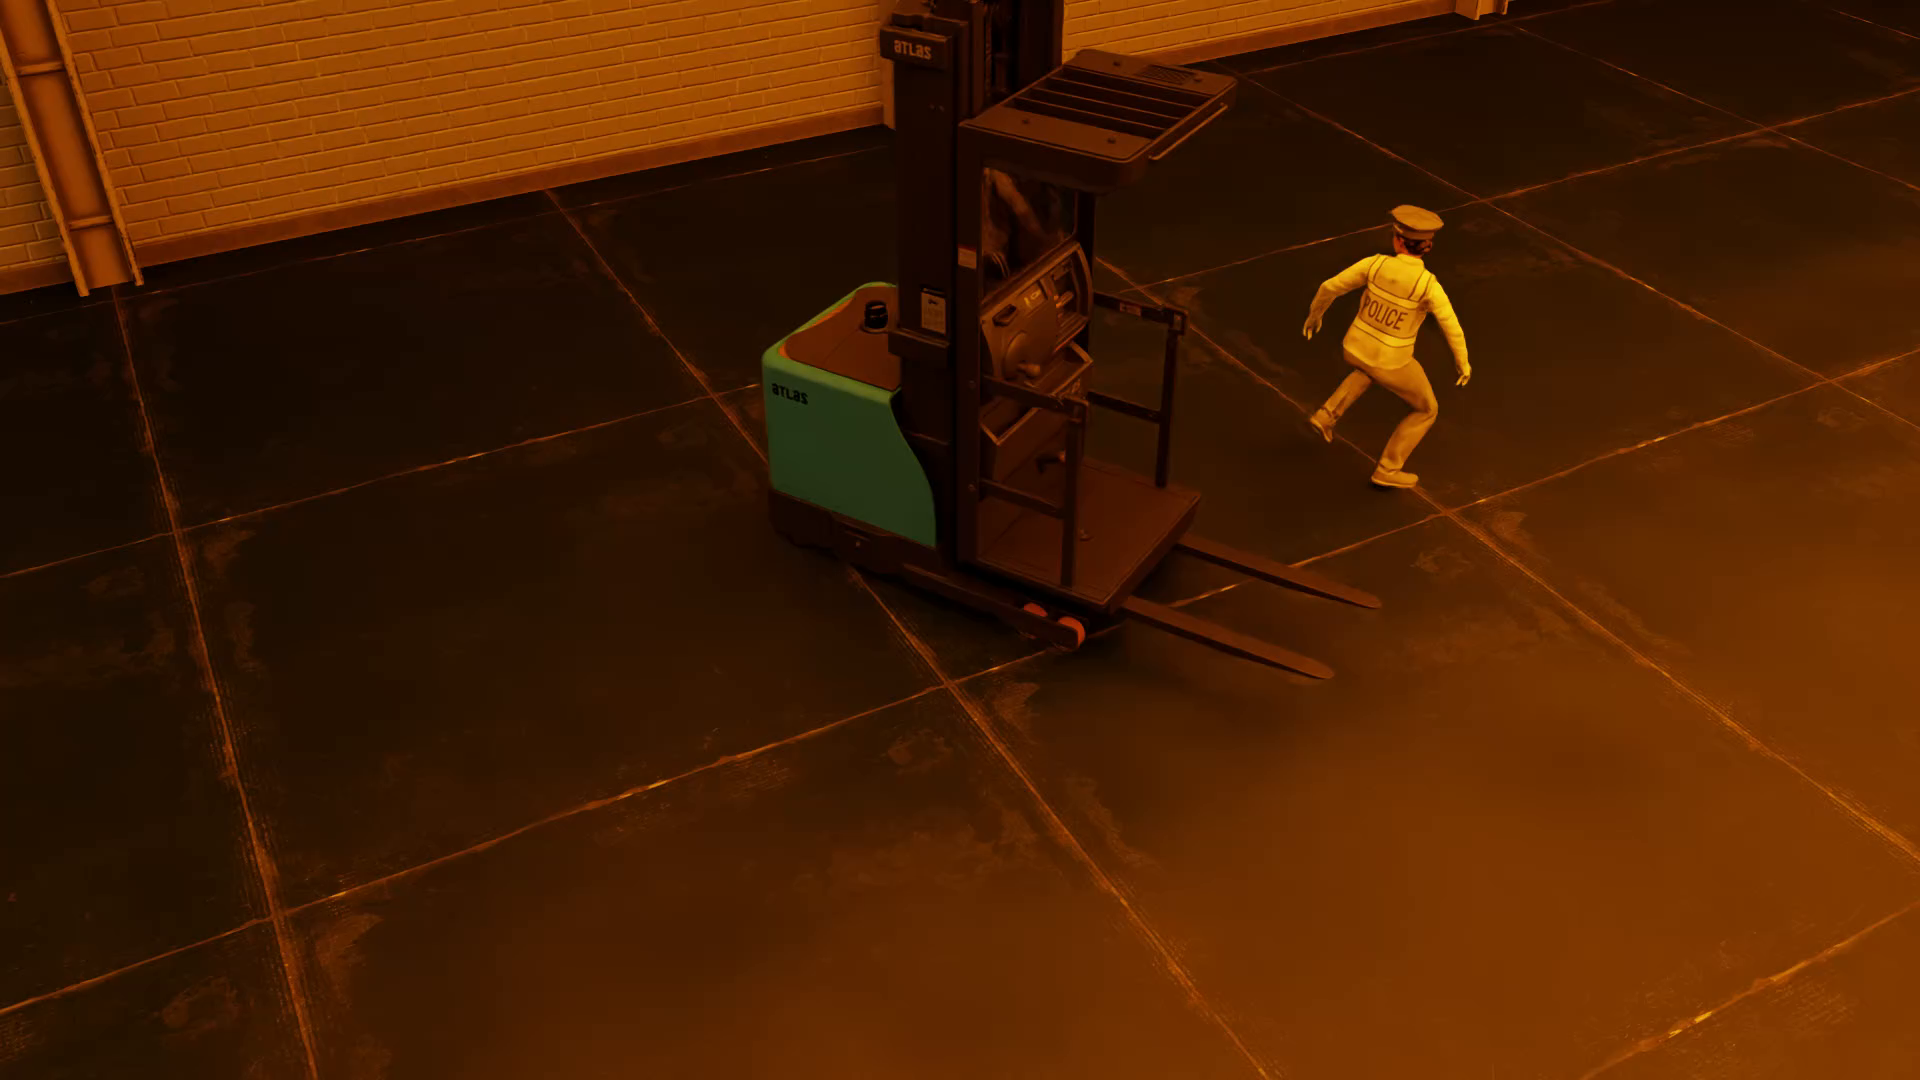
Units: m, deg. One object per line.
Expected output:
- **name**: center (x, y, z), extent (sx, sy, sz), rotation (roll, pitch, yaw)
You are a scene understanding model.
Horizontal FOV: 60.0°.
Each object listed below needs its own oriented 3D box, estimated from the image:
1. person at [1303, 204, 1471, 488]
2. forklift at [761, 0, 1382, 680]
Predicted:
- **person**: center (2.247, -1.019, 8.785), extent (0.516, 1.561, 0.804), rotation (-25, 42, -31)
- **forklift**: center (0.534, -1.017, 7.562), extent (3.031, 2.935, 1.130), rotation (20, 40, 25)
